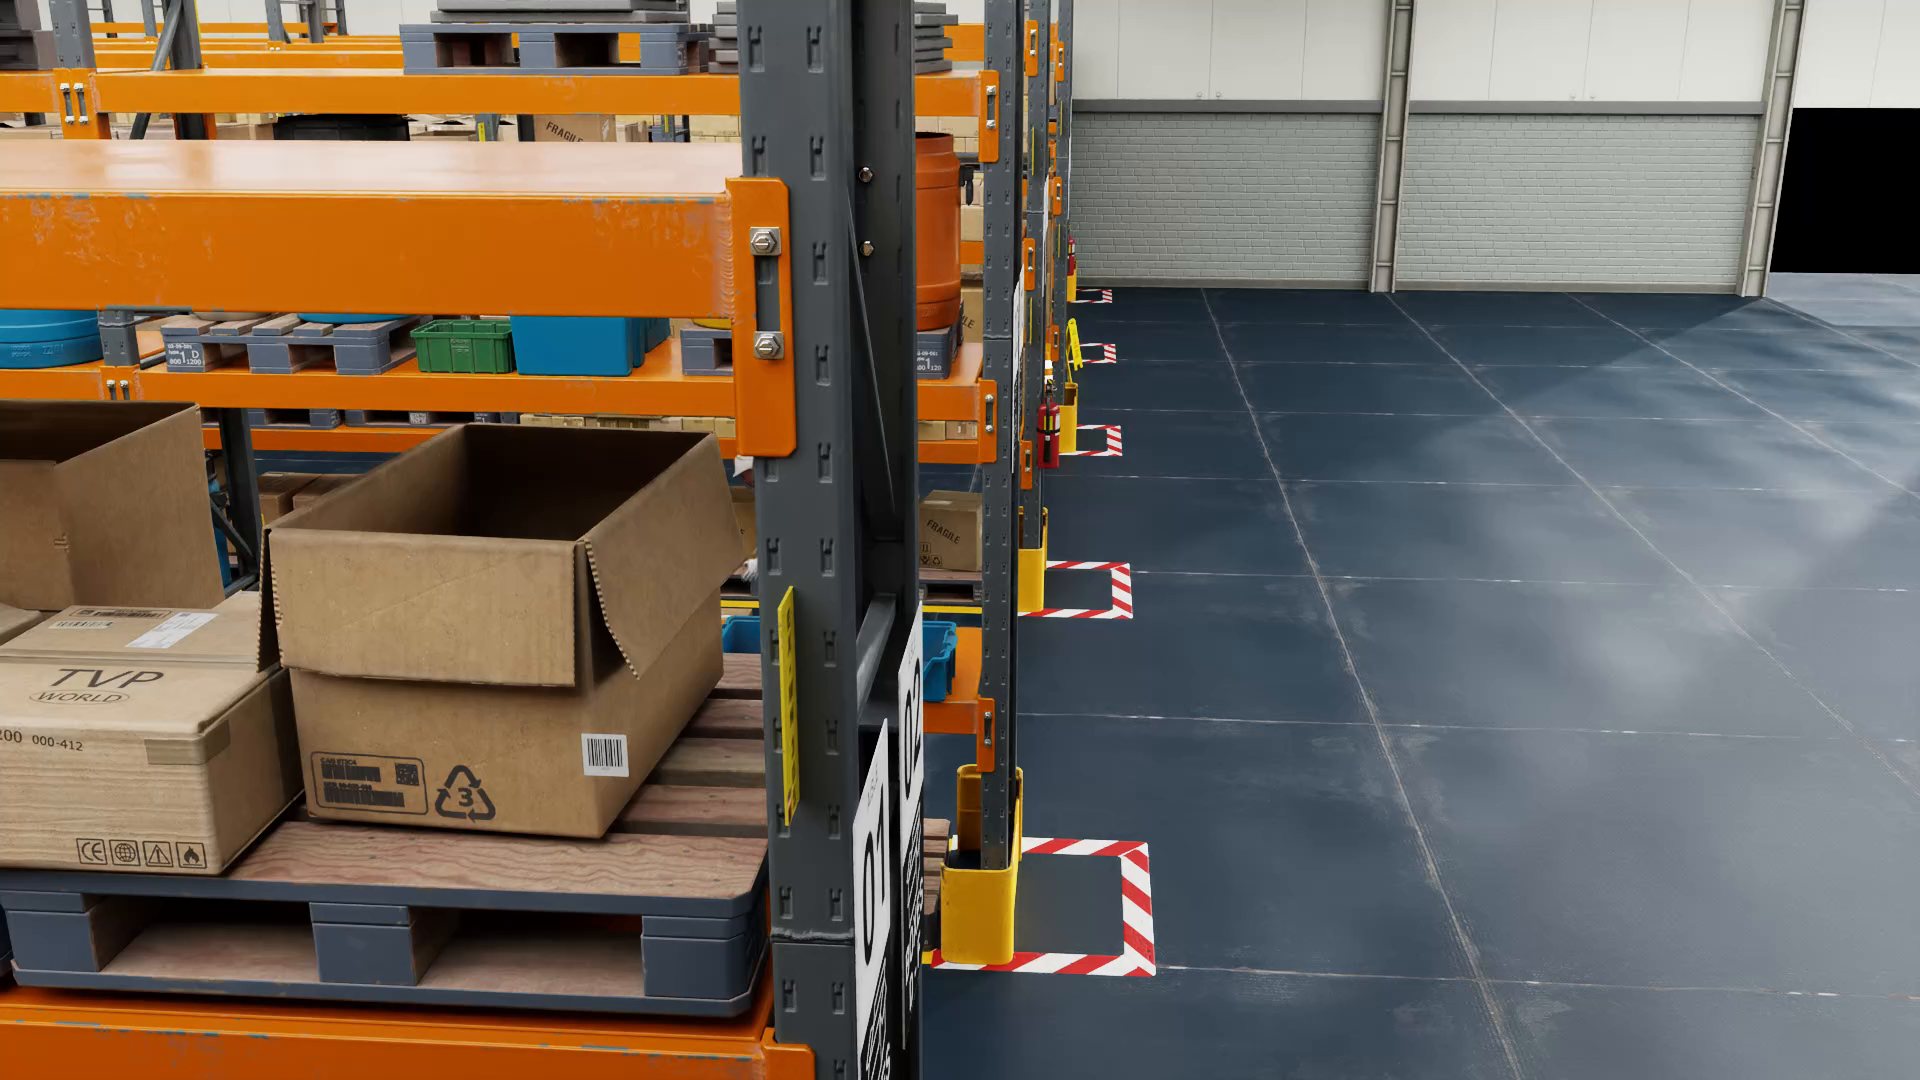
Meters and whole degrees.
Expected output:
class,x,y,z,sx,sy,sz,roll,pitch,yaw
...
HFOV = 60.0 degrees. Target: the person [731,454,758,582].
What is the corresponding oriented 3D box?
class,x,y,z,sx,sy,sz,roll,pitch,yaw
person,-1.237,0.080,11.736,0.711,1.500,0.581,1,17,4
